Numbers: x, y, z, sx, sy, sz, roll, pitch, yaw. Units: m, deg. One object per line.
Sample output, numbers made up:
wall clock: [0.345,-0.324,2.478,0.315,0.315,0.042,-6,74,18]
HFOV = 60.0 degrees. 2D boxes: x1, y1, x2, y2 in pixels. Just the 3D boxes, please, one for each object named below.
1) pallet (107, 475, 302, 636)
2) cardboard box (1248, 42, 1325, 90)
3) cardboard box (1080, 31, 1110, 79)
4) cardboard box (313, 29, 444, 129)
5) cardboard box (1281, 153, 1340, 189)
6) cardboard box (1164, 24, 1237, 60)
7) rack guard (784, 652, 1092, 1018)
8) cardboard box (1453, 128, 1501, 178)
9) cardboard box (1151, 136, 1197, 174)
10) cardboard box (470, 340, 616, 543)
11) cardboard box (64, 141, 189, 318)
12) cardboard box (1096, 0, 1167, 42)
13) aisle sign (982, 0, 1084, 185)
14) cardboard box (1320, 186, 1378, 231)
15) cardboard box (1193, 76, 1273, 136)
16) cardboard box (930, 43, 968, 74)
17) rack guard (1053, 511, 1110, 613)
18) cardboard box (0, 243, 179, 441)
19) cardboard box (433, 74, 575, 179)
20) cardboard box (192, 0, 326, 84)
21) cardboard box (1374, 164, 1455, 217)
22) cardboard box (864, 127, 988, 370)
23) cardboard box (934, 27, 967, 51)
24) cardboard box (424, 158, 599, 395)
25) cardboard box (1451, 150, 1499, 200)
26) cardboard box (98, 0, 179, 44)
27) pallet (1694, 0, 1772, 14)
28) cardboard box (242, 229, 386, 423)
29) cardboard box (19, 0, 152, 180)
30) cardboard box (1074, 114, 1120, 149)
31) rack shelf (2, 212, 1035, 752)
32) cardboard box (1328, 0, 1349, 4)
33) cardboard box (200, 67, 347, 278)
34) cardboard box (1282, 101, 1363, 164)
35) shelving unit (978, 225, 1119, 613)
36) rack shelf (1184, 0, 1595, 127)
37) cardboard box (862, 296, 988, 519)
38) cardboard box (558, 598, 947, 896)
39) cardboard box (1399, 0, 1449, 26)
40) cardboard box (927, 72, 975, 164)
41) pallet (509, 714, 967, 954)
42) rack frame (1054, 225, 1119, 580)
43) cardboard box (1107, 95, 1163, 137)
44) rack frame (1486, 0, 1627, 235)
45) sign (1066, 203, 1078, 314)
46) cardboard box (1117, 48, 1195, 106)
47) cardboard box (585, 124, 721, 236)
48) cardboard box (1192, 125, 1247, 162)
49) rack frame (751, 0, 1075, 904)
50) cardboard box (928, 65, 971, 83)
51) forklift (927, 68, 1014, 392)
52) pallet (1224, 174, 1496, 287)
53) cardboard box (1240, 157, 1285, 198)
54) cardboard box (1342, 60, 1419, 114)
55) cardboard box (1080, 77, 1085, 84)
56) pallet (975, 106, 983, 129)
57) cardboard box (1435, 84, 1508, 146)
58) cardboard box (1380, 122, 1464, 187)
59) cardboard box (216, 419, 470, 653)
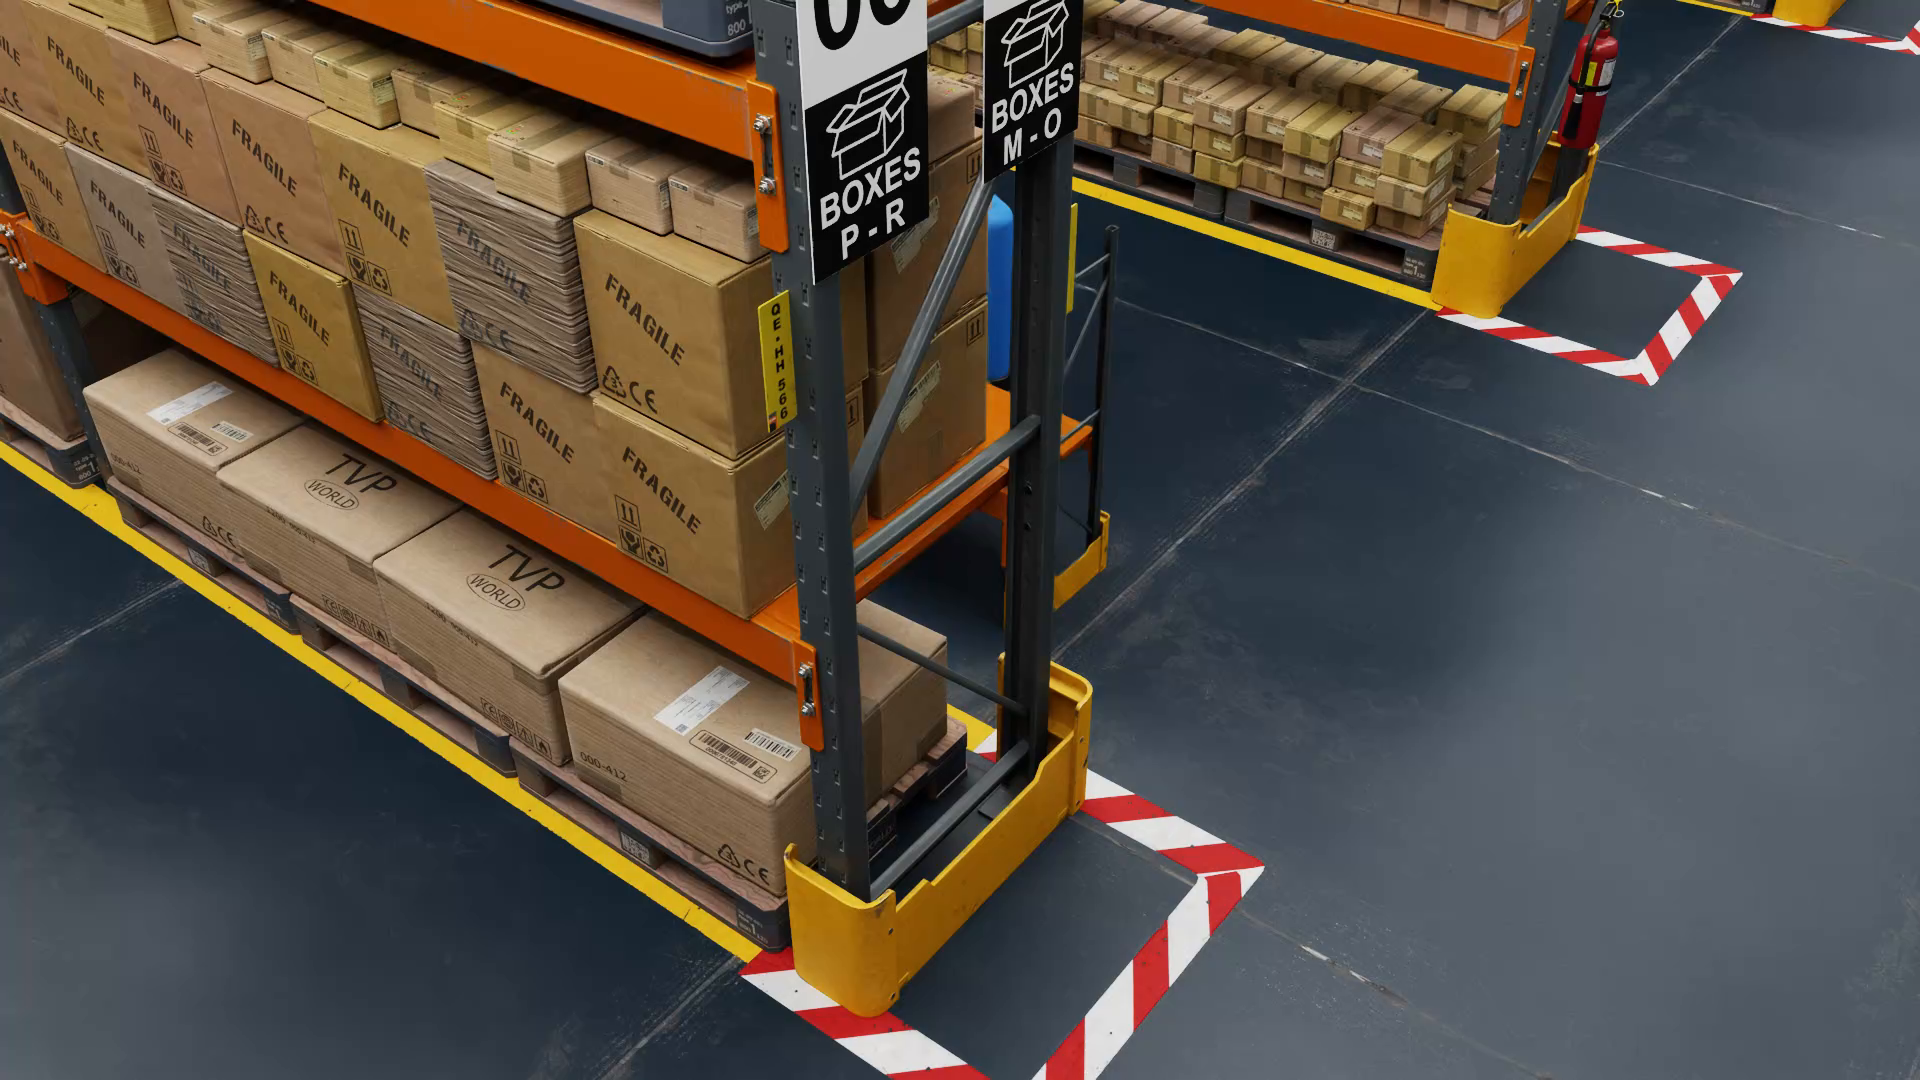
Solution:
pallet: [-2.681,-0.182,6.811,1.213,0.211,1.003,25,45,29]
cardboard box: [1.781,-2.568,9.087,0.250,0.149,0.380,27,45,30]
cardboard box: [0.625,-2.687,9.237,0.250,0.149,0.380,26,45,29]
cardboard box: [-1.513,-1.281,4.534,0.250,0.149,0.380,26,45,30]
cardboard box: [1.861,-1.978,8.574,0.250,0.149,0.380,23,44,27]
cardboard box: [1.342,-2.737,9.301,0.250,0.149,0.380,25,45,29]
rack guard: [-0.041,0.888,5.210,0.348,0.500,1.175,25,45,29]
cardboard box: [2.607,-2.048,8.664,0.250,0.149,0.380,27,46,30]
cardboard box: [1.249,-2.155,9.042,0.250,0.149,0.380,26,45,29]
cardboard box: [-0.993,-0.391,4.734,0.500,0.500,0.500,24,44,28]
cardboard box: [-2.626,-1.148,5.702,0.500,0.500,0.500,26,45,29]
cardboard box: [0.990,-2.978,9.610,0.250,0.149,0.380,23,44,27]
aisle sign: [0.173,-1.243,3.796,0.004,0.787,0.394,25,45,29]
cardboard box: [2.057,-1.751,8.525,0.250,0.149,0.380,27,45,30]
cardboard box: [1.431,-2.276,8.713,0.250,0.149,0.380,27,45,30]
cardboard box: [0.039,-2.881,9.727,0.250,0.149,0.380,26,45,29]
rack guard: [0.377,0.129,6.383,0.087,0.250,0.587,26,45,29]
cardboard box: [-3.778,-1.125,7.136,0.875,0.875,0.875,27,45,30]
cardboard box: [-1.114,-1.083,4.281,0.250,0.149,0.380,26,45,30]
cardboard box: [-1.946,-1.466,4.771,0.250,0.149,0.380,25,45,29]
cardboard box: [2.275,-1.784,8.326,0.250,0.149,0.380,24,44,27]
cardboard box: [-0.268,-0.857,4.519,0.500,0.500,0.500,24,44,28]
cardboard box: [0.020,-2.979,9.611,0.250,0.149,0.380,28,46,31]
cardboard box: [-1.020,-0.783,4.425,0.500,0.500,0.500,25,45,29]
cardboard box: [2.645,-1.962,8.795,0.250,0.149,0.380,26,45,29]
cardboard box: [-2.348,-1.646,5.001,0.250,0.149,0.380,24,44,27]
pallet: [5.278,-4.120,11.842,1.213,0.211,1.003,25,45,29]
cardboard box: [-1.826,-0.765,5.213,0.500,0.500,0.500,27,45,30]
cardboard box: [-2.609,-1.547,5.400,0.500,0.500,0.500,25,44,28]
cardboard box: [0.839,-2.348,9.287,0.250,0.149,0.380,24,44,27]
rack shelf: [-1.648,-0.571,5.629,4.000,0.370,1.077,25,45,29]
cardboard box: [1.837,-2.733,8.012,0.250,0.149,0.380,27,45,30]
cardboard box: [-1.810,-1.159,4.905,0.500,0.500,0.500,25,44,28]
cardboard box: [1.845,-2.075,8.456,0.250,0.149,0.380,24,44,28]
shelving unit: [-0.015,-0.553,6.239,1.083,1.500,0.587,26,45,29]
rack shelf: [1.279,-3.032,8.773,4.000,0.370,1.077,25,45,29]
cardboard box: [-0.267,-0.464,4.829,0.500,0.500,0.500,25,44,28]
cardboard box: [-0.645,0.541,5.364,0.875,0.438,0.875,24,44,27]
cardboard box: [2.262,-2.563,7.794,0.250,0.149,0.380,25,45,29]
cardboard box: [-0.174,-1.062,4.254,0.250,0.149,0.380,26,45,29]
pallet: [-0.743,0.732,5.644,1.213,0.211,1.003,25,45,29]
rack frame: [0.378,-0.363,5.997,0.032,1.500,0.500,26,45,29]
cardboard box: [1.014,-2.360,9.062,0.250,0.149,0.380,26,45,29]
rack frame: [2.867,-2.566,7.595,0.127,3.000,1.000,25,45,29]
sign: [0.282,-0.746,4.504,0.005,0.325,0.100,25,45,29]
cardboard box: [1.063,-2.513,9.016,0.250,0.149,0.380,25,45,29]
cardboard box: [-0.683,-0.913,4.064,0.250,0.149,0.380,26,45,29]
cardboard box: [1.442,-2.166,8.814,0.250,0.149,0.380,26,45,29]
rack frame: [-0.060,-0.105,4.451,0.127,3.000,1.000,25,45,29]
cardboard box: [-0.005,-2.714,9.755,0.250,0.149,0.380,27,45,30]
forklift: [-0.867,-2.319,7.335,1.130,2.935,3.031,-17,41,-20]
pallet: [2.183,-1.819,8.901,1.213,0.211,1.003,25,45,29]
cardboard box: [1.695,-1.978,8.815,0.250,0.149,0.380,26,45,29]
cardboard box: [2.243,-2.408,8.881,0.250,0.149,0.380,25,45,28]
cardboard box: [0.671,-2.591,9.356,0.250,0.149,0.380,27,46,30]
pallet: [0.245,-2.732,10.069,1.213,0.211,1.003,25,45,29]
cardboard box: [2.657,-2.206,8.624,0.250,0.149,0.380,23,44,27]
cardboard box: [2.293,-1.918,8.255,0.250,0.149,0.380,26,45,29]
cardboard box: [-2.092,-0.137,6.229,0.875,0.438,0.875,24,44,27]
